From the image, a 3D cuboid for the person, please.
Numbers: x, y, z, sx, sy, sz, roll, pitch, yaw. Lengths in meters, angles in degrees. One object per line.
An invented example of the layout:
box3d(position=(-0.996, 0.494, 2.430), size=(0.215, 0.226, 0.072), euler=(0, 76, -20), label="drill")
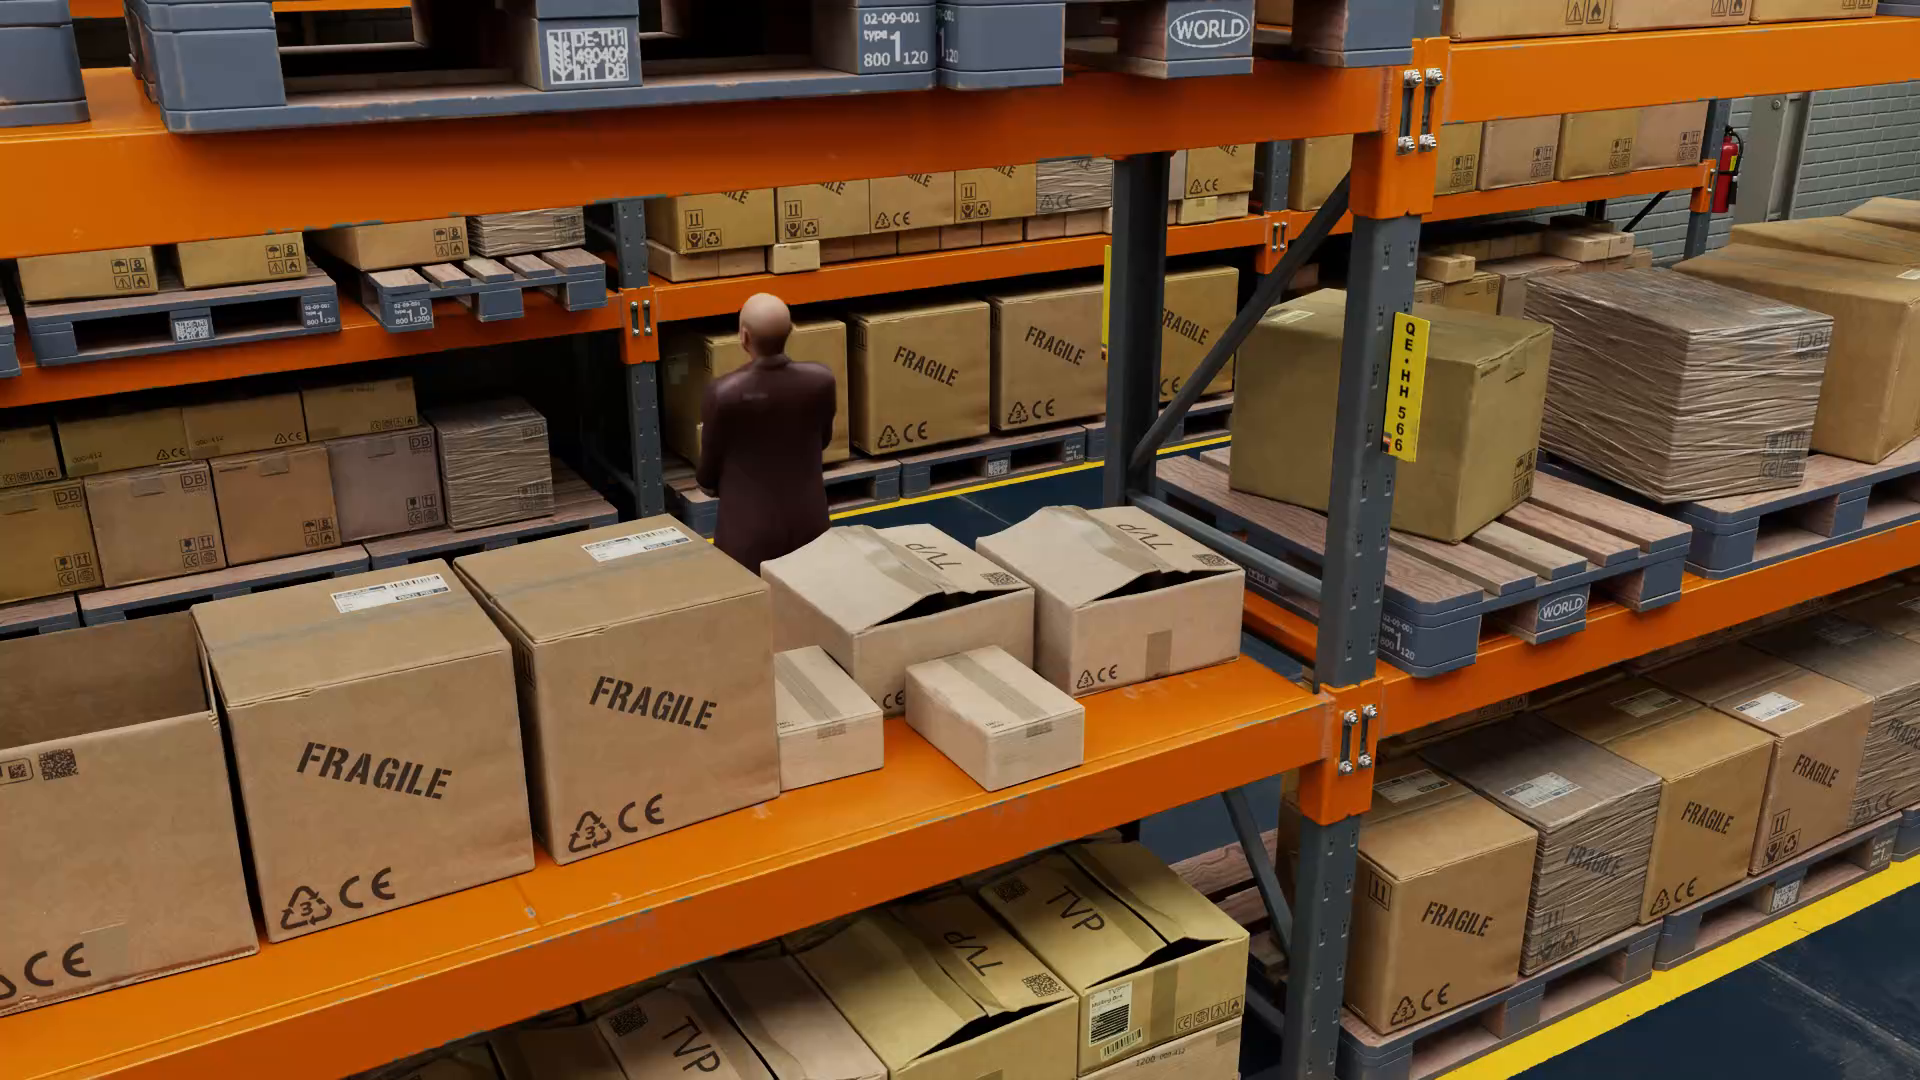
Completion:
box3d(position=(-0.765, -0.101, 6.363), size=(0.533, 1.774, 0.554), euler=(-12, 25, -28), label="person")
